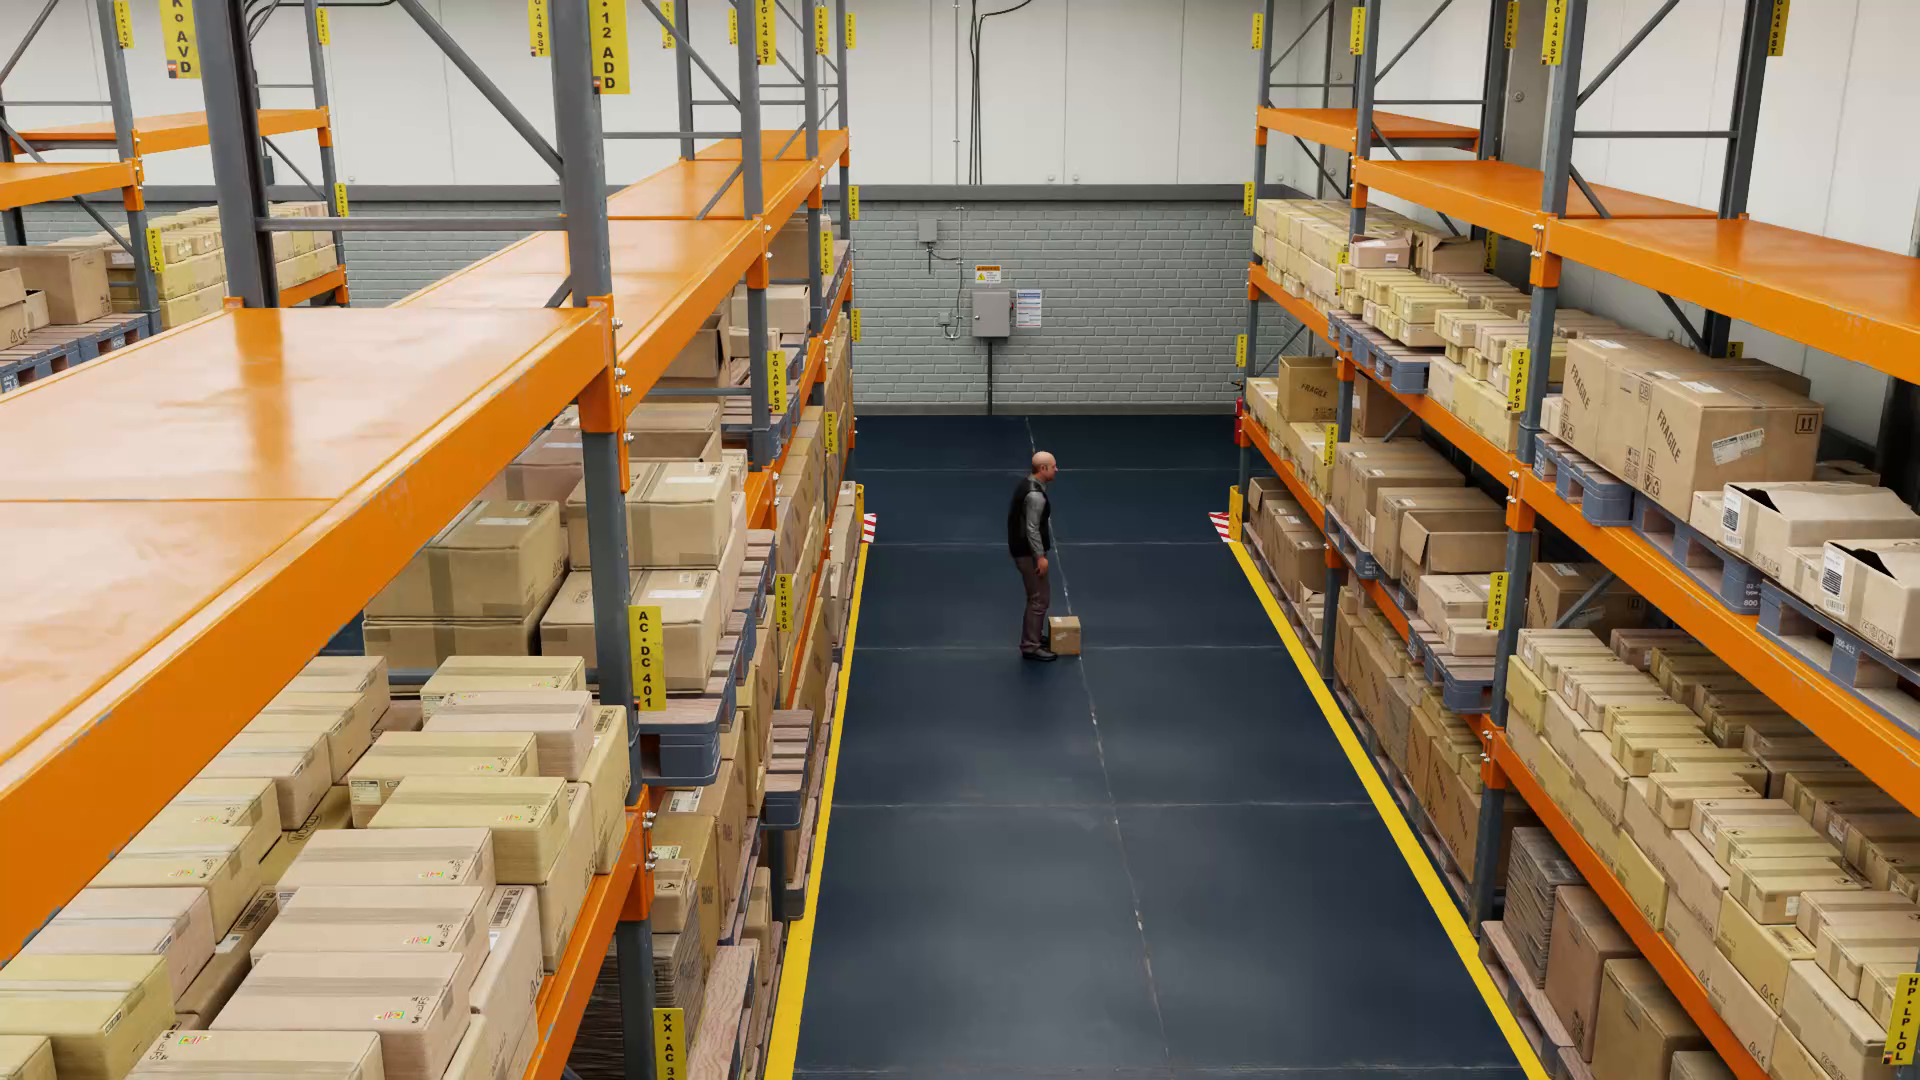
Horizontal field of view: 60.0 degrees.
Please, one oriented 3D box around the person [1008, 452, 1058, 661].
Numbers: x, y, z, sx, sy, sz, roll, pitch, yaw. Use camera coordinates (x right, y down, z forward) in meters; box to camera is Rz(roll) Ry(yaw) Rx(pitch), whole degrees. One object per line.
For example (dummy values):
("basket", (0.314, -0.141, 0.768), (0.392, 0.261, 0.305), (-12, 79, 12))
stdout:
("person", (0.623, 0.108, 13.811), (0.460, 1.722, 0.580), (0, 17, -1))
